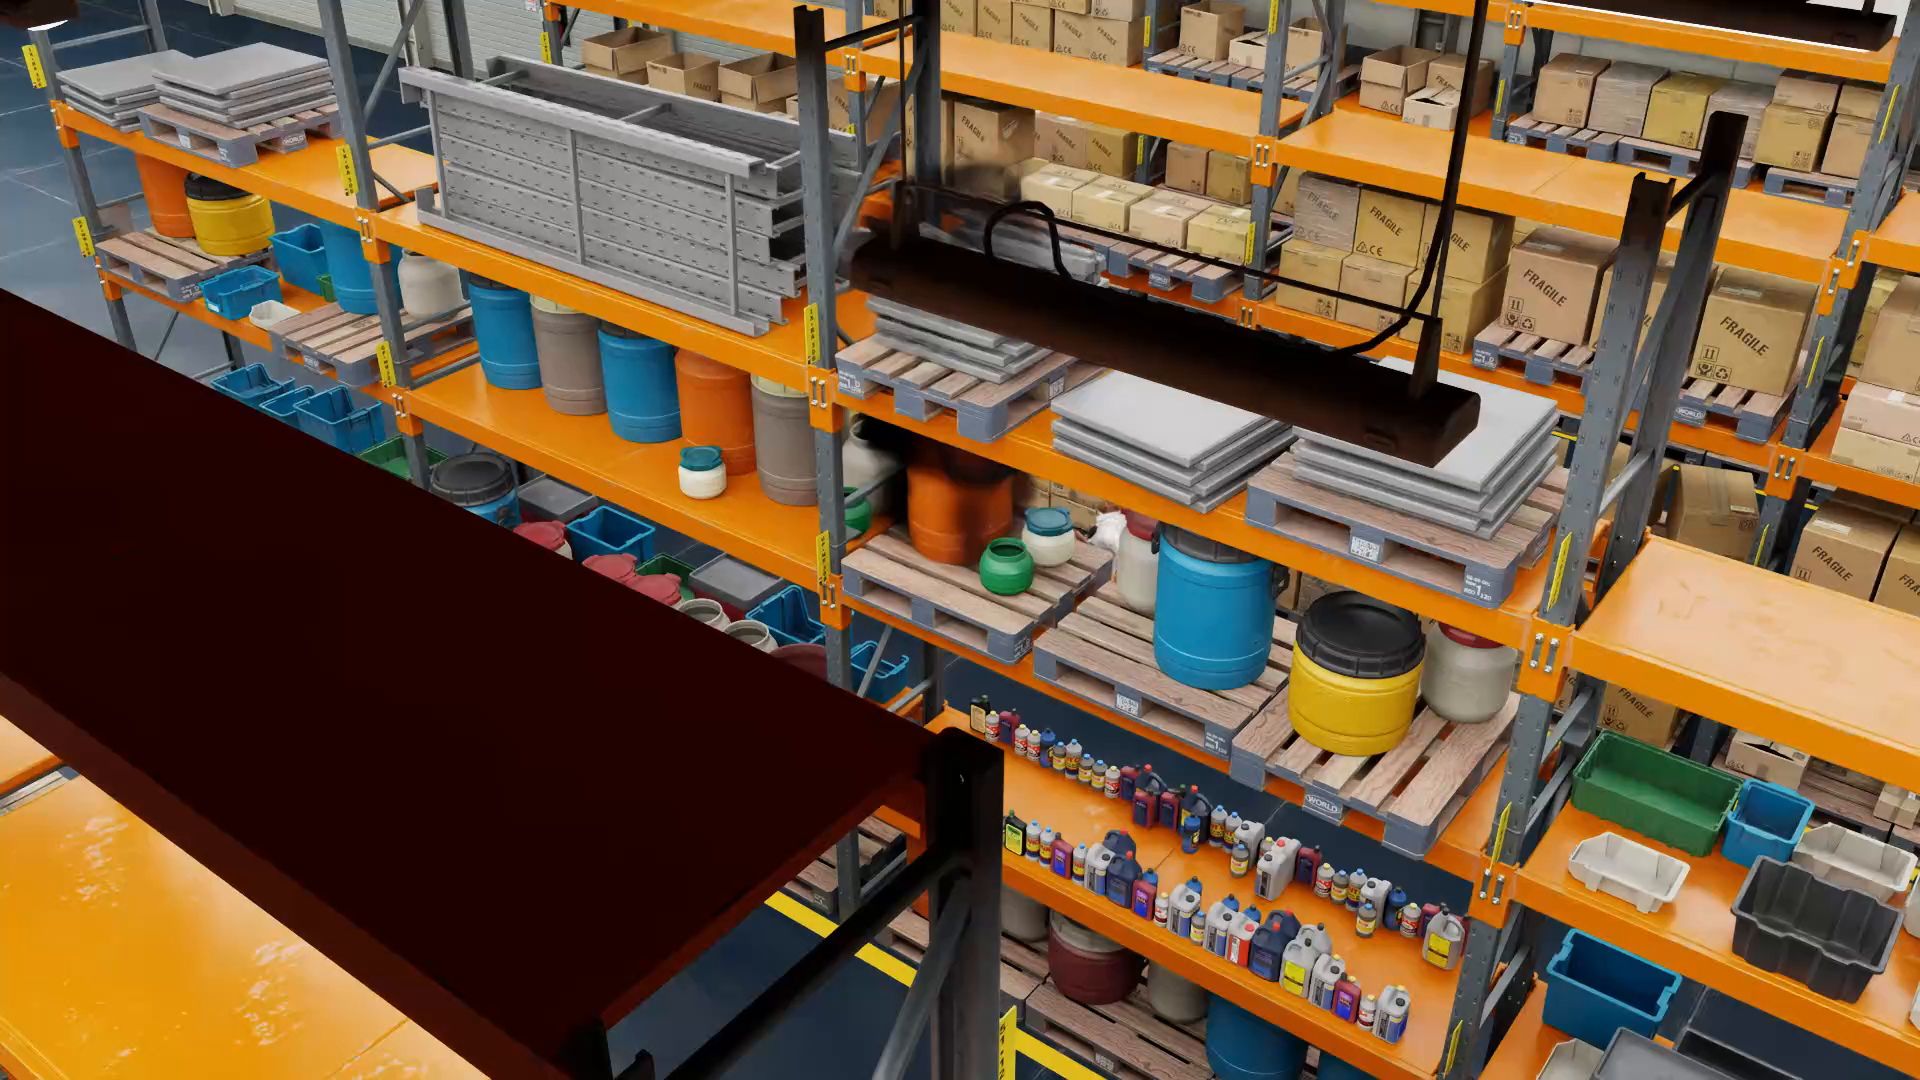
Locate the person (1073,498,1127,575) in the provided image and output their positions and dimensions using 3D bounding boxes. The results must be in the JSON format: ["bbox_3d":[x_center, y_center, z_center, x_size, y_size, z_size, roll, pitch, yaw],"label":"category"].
[{"bbox_3d":[1.162,0.328,13.066,0.854,1.839,0.612,18,36,27],"label":"person"}]
